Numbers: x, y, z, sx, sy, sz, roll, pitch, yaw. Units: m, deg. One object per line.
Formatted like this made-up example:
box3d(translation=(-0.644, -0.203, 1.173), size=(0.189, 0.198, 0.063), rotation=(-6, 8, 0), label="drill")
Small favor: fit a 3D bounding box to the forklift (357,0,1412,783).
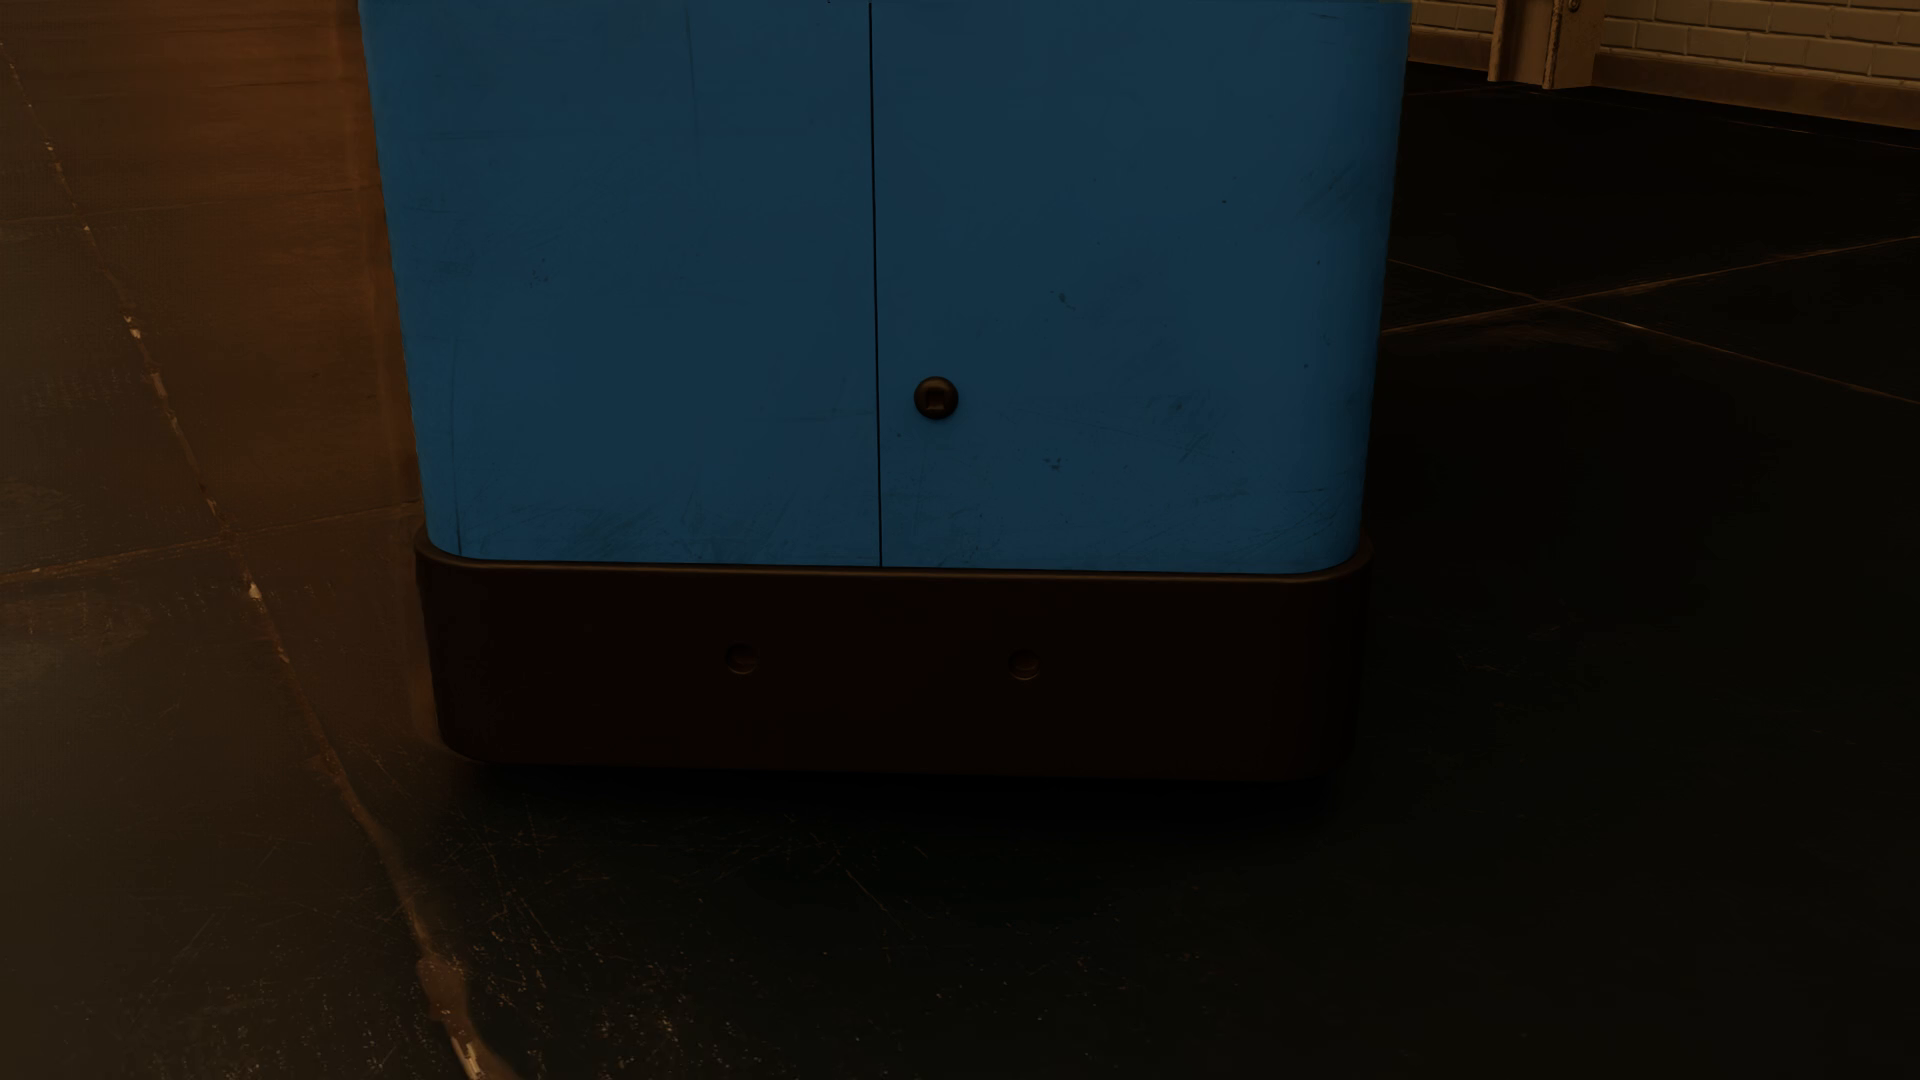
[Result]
box3d(translation=(-0.013, -1.607, 2.691), size=(1.130, 2.935, 3.031), rotation=(1, 22, 2), label="forklift")
